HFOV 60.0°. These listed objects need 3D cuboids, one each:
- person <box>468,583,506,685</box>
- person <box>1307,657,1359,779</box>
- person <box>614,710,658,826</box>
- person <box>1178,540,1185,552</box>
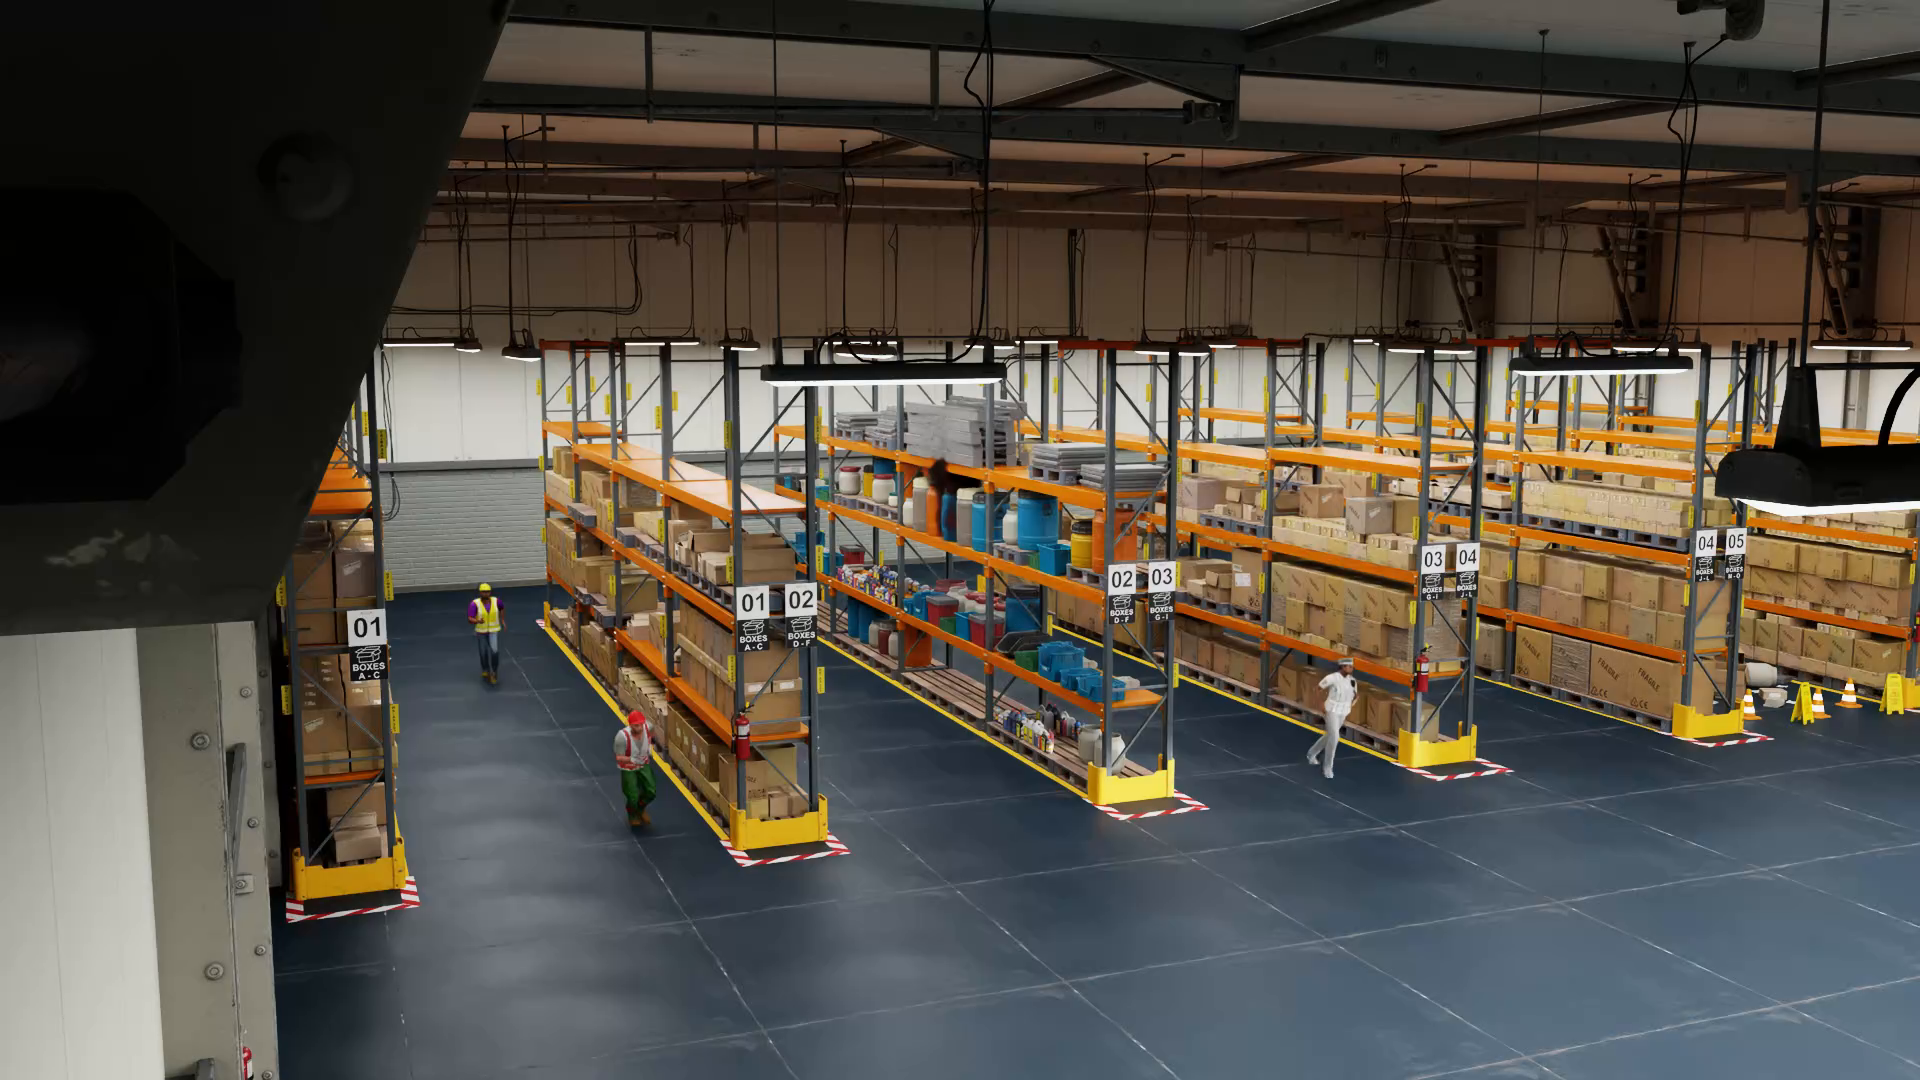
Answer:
[{"bbox_3d":[-8.332,1.654,29.325,0.658,1.811,0.832,-2,8,-17],"label":"person"},{"bbox_3d":[5.293,2.462,23.612,0.749,1.648,0.778,-4,8,-28],"label":"person"},{"bbox_3d":[-4.022,2.848,20.683,0.627,1.587,0.882,-5,9,-31],"label":"person"},{"bbox_3d":[5.433,0.108,41.373,0.666,1.724,0.742,-3,8,-20],"label":"person"}]
